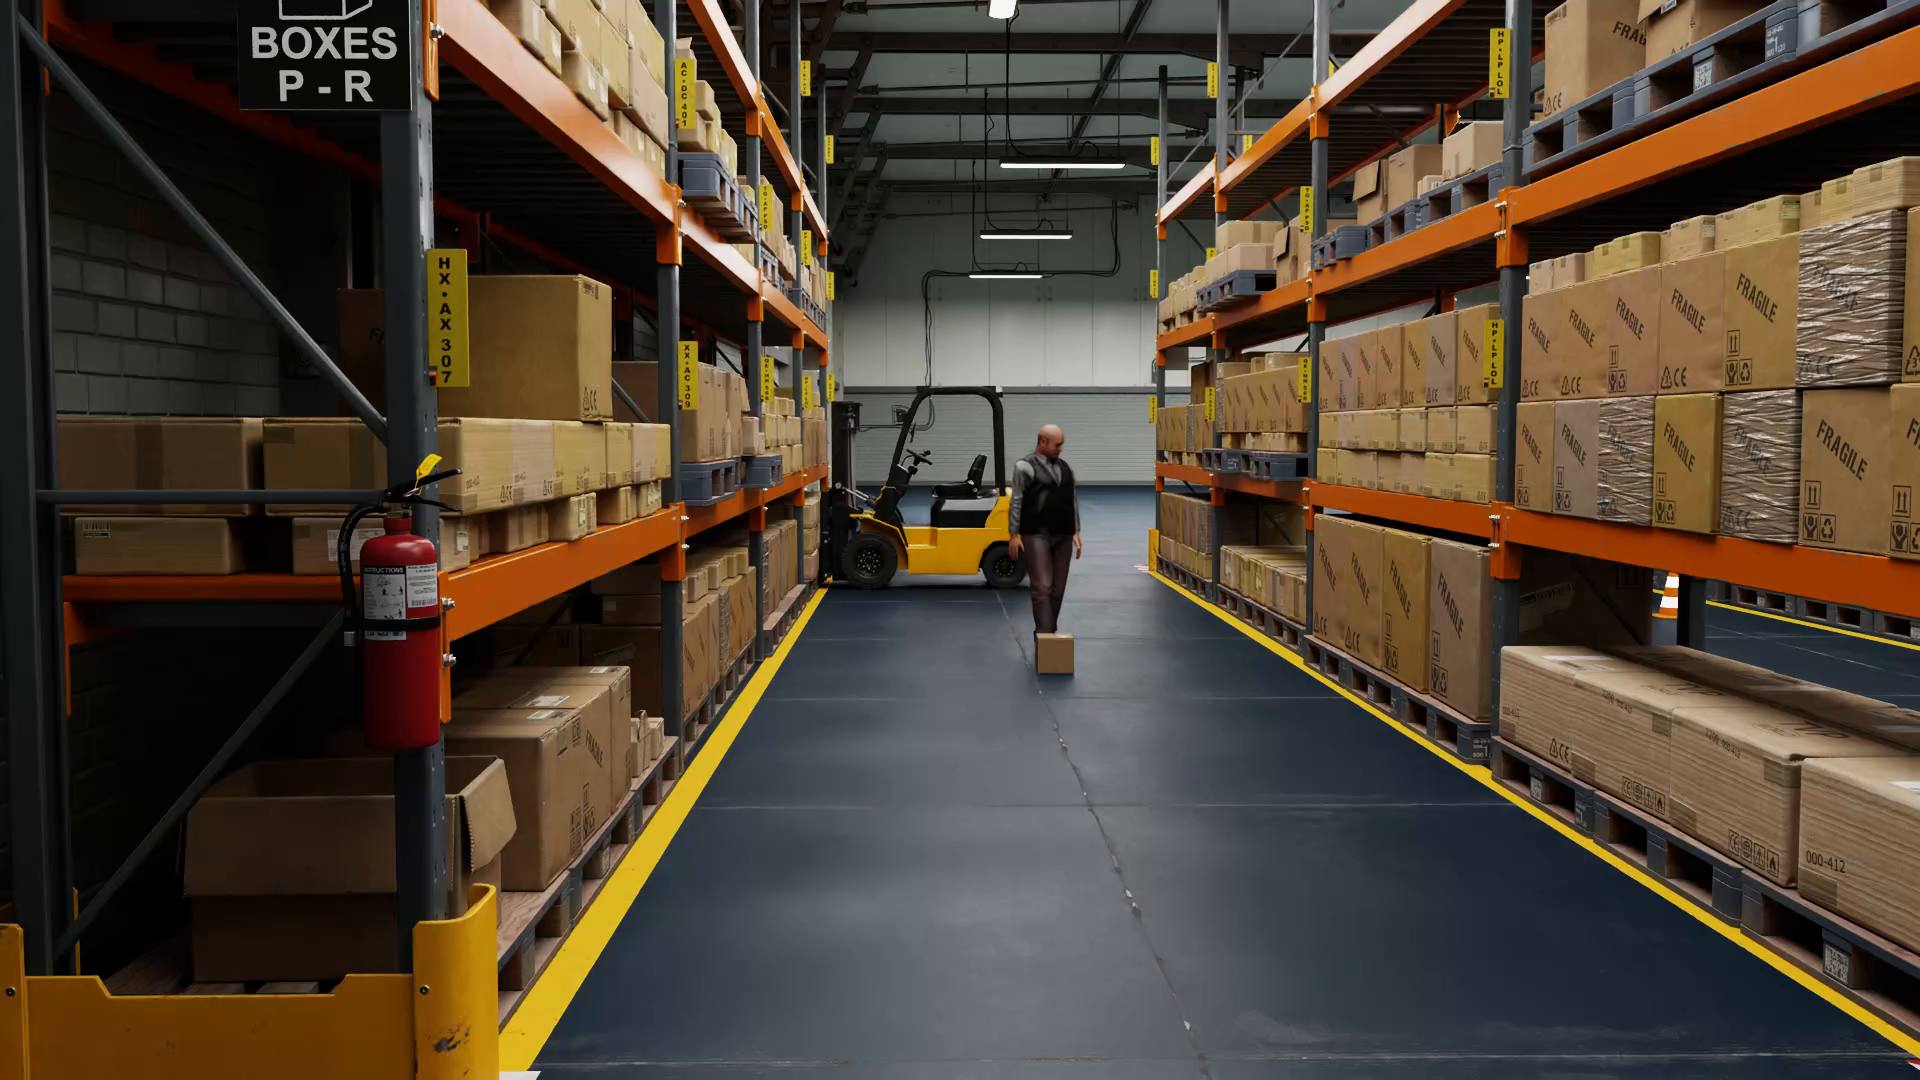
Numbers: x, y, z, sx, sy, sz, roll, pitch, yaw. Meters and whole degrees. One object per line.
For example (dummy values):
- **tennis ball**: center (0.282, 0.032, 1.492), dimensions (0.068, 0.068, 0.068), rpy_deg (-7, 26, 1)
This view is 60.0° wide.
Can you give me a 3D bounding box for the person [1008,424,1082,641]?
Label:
- **person**: center (0.703, 0.006, 12.112), dimensions (0.573, 1.696, 0.715), rpy_deg (-2, 4, -32)
